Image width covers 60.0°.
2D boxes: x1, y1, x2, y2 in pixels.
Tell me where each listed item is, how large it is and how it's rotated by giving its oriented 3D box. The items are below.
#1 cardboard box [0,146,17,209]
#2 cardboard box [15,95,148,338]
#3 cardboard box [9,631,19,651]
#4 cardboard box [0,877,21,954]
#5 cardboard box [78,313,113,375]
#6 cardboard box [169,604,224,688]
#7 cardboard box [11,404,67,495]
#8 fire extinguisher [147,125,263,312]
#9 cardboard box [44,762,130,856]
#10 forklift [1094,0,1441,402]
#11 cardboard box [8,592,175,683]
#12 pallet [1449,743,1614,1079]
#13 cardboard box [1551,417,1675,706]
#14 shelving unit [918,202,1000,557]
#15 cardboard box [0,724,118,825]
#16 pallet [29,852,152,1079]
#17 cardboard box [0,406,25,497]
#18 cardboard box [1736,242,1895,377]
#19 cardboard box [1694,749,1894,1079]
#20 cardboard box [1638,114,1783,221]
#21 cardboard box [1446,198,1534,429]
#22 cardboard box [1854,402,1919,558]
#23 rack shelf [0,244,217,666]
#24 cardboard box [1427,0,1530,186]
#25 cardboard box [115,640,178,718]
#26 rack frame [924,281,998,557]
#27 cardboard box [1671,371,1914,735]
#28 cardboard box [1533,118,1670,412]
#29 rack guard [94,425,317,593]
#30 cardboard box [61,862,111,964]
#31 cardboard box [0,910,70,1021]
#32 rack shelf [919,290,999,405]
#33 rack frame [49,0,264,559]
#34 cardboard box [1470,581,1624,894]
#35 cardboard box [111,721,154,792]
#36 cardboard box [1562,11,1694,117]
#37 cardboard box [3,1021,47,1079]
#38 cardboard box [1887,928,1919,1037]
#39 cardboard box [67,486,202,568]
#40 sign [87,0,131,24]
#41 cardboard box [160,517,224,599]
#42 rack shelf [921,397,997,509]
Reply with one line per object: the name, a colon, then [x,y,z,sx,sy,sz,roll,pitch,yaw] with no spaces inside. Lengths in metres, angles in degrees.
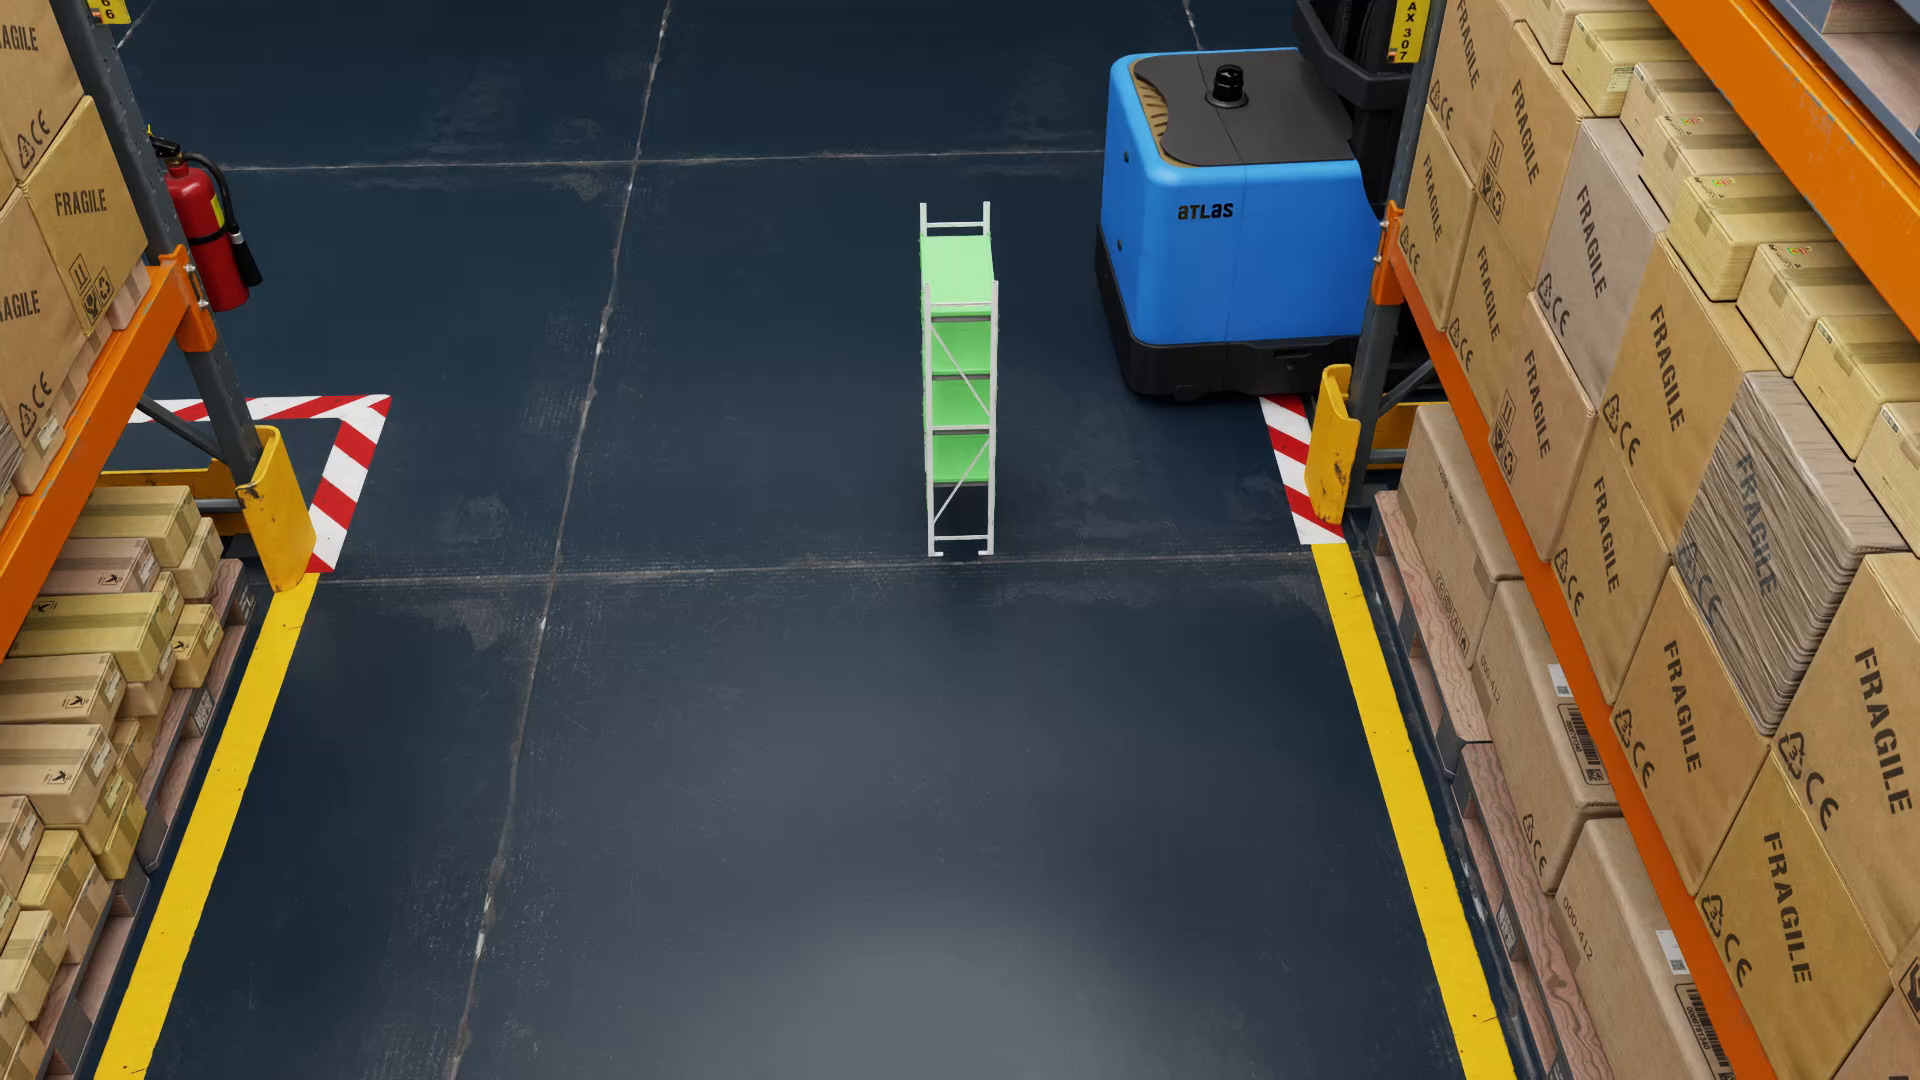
cardboard box: [-2.713,-0.939,4.021,0.500,0.500,0.500,-3,43,-3]
cardboard box: [-2.727,-0.919,4.738,0.500,0.500,0.500,-1,43,-1]
cardboard box: [-3.207,0.365,5.431,0.380,0.149,0.250,-2,43,-2]
cardboard box: [-2.681,1.015,4.282,0.380,0.149,0.250,-1,43,-2]
cardboard box: [-2.734,-0.595,4.865,0.380,0.149,0.250,-2,43,-2]
cardboard box: [-2.660,0.348,5.449,0.380,0.149,0.250,0,43,0]
cardboard box: [-2.674,-0.254,4.493,0.380,0.149,0.250,-1,43,-1]
fire extinguisher: [-2.552,-1.085,5.547,0.296,0.674,0.183,-2,43,-2]
cardboard box: [-2.637,0.766,4.773,0.380,0.149,0.250,-1,43,-1]
forklift: [2.153,-2.059,6.327,3.031,2.935,1.130,-4,43,-4]
cardboard box: [-2.636,0.301,5.060,0.380,0.149,0.250,-3,43,-3]
pallet: [2.099,1.109,4.884,1.003,0.211,1.213,-2,43,-2]
cardboard box: [1.763,0.039,3.913,0.500,0.500,0.500,0,43,0]
shelving unit: [-0.007,-0.554,5.966,0.258,1.200,0.503,-2,43,-2]
cardboard box: [-2.621,0.658,4.671,0.380,0.149,0.250,0,43,0]
pallet: [-2.952,1.382,4.586,1.003,0.211,1.213,-2,43,-2]
cardboard box: [-2.679,-0.229,3.986,0.500,0.500,0.500,-2,43,-2]
cardboard box: [1.761,-0.452,3.229,0.380,0.149,0.250,-2,43,-2]
cardboard box: [1.806,0.732,3.157,0.500,0.500,0.500,-3,43,-3]
cardboard box: [1.717,-0.799,3.608,0.380,0.149,0.250,-1,43,-1]
cardboard box: [1.721,-0.642,4.657,0.500,0.500,0.500,-2,43,-2]
cardboard box: [1.798,-0.109,2.855,0.380,0.149,0.250,-2,43,-2]
rack shelf: [-2.918,0.547,3.965,1.077,0.370,4.000,-2,43,-2]
cardboard box: [1.674,-1.352,4.691,0.500,0.500,0.500,-3,43,-3]
cardboard box: [-2.671,0.417,5.154,0.380,0.149,0.250,-3,43,-4]
rack frame: [0.003,-0.389,5.787,0.240,1.200,0.015,-2,43,-2]
cardboard box: [1.768,0.020,3.195,0.500,0.500,0.500,-1,43,-1]
cardboard box: [1.733,-0.656,3.931,0.500,0.500,0.500,-2,43,-2]
rack guard: [-3.000,-0.095,5.984,1.175,0.500,0.348,-2,43,-2]
cardboard box: [-2.646,1.051,4.683,0.380,0.149,0.250,-1,43,-1]
cardboard box: [-2.605,1.125,4.381,0.380,0.149,0.250,-1,43,-1]
rack shelf: [-0.007,-0.684,5.847,0.258,0.148,0.480,-2,43,-2]
rack frame: [-3.003,-1.068,5.195,1.000,3.000,0.127,-2,43,-2]
cardboard box: [2.114,0.572,4.992,0.875,0.438,0.875,-1,43,-1]
cardboard box: [-2.711,0.695,5.071,0.380,0.149,0.250,-1,43,-1]
cardboard box: [1.685,-1.145,3.985,0.380,0.149,0.250,-3,43,-3]
cardboard box: [-2.623,1.399,4.303,0.380,0.149,0.250,-3,43,-3]
cardboard box: [1.812,0.706,2.446,0.500,0.500,0.500,-2,43,-2]
cardboard box: [-2.727,-0.041,5.434,0.380,0.149,0.250,-1,43,-1]
sign: [-2.447,-1.614,4.700,0.100,0.325,0.005,-2,43,-2]
cardboard box: [-2.695,0.066,5.536,0.380,0.149,0.250,-3,43,-3]
rack shelf: [-0.007,-0.330,6.172,0.258,0.148,0.480,-2,43,-2]
